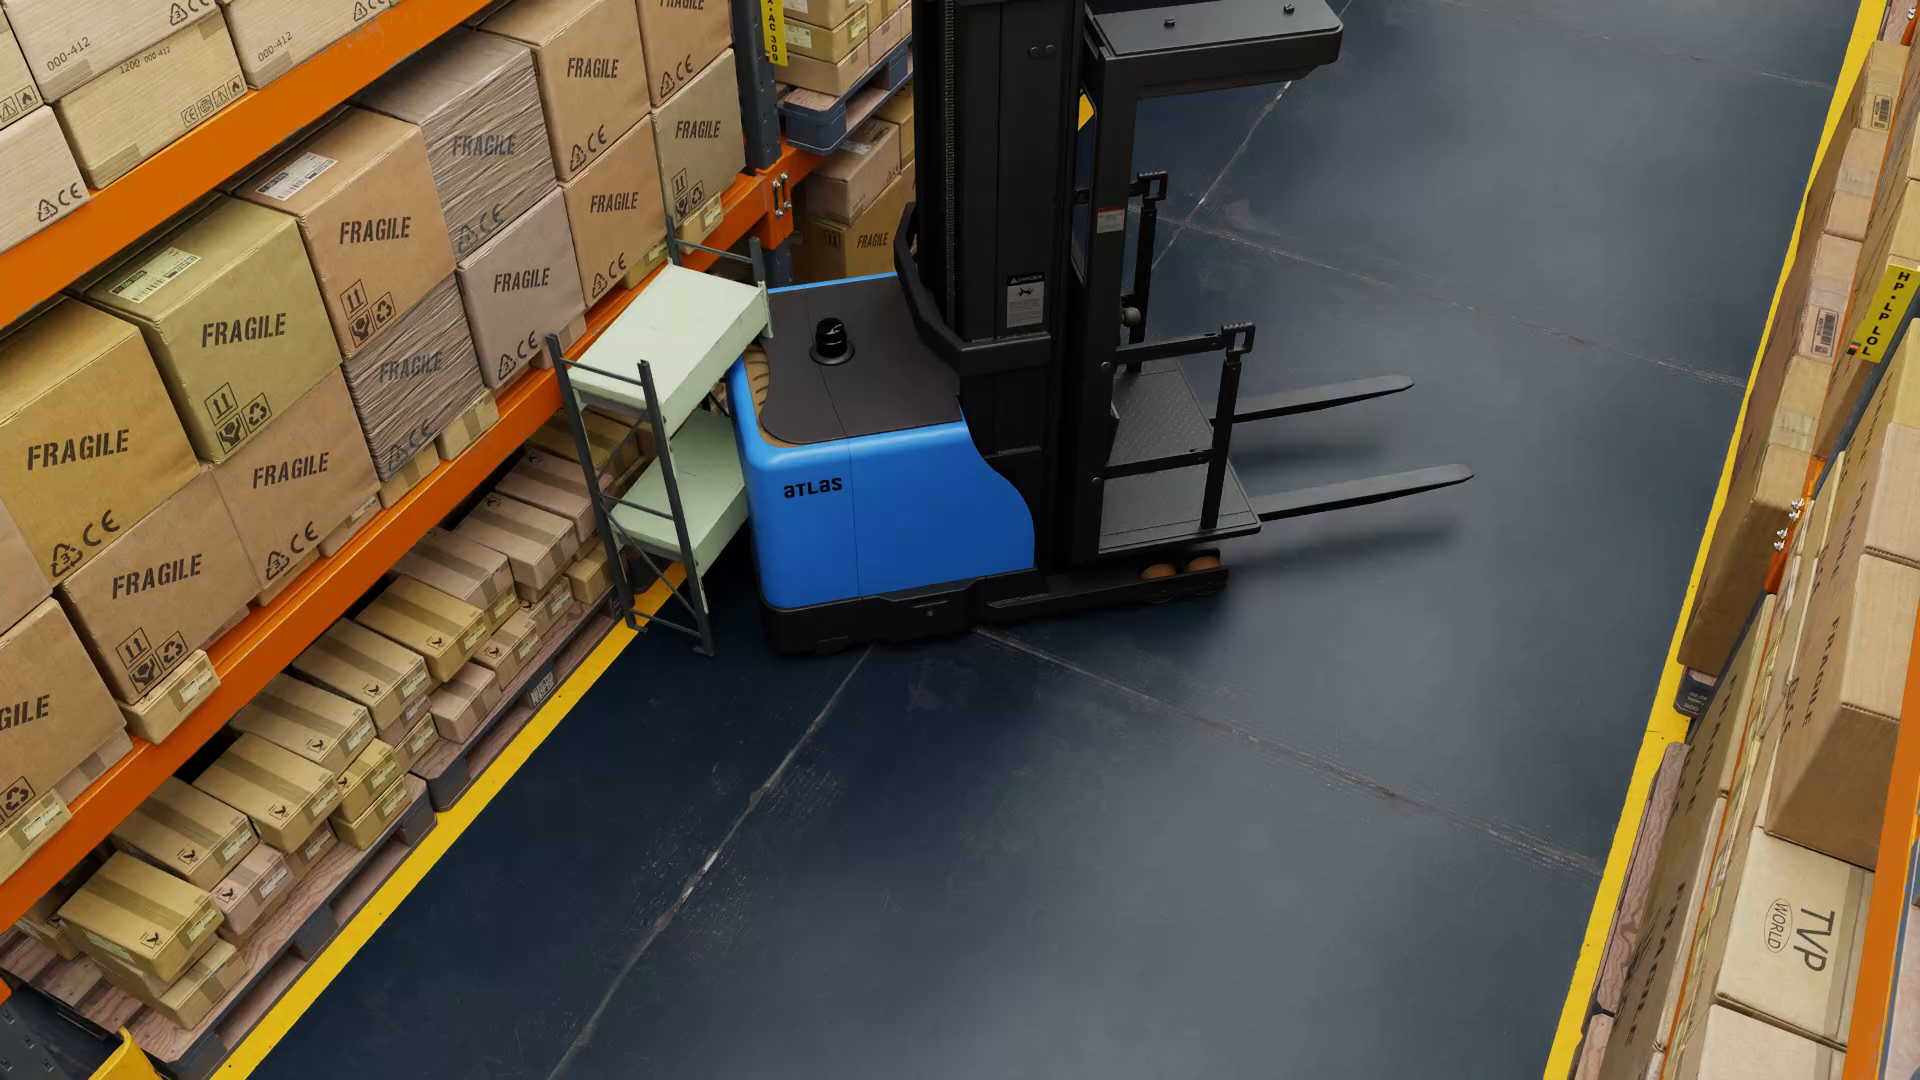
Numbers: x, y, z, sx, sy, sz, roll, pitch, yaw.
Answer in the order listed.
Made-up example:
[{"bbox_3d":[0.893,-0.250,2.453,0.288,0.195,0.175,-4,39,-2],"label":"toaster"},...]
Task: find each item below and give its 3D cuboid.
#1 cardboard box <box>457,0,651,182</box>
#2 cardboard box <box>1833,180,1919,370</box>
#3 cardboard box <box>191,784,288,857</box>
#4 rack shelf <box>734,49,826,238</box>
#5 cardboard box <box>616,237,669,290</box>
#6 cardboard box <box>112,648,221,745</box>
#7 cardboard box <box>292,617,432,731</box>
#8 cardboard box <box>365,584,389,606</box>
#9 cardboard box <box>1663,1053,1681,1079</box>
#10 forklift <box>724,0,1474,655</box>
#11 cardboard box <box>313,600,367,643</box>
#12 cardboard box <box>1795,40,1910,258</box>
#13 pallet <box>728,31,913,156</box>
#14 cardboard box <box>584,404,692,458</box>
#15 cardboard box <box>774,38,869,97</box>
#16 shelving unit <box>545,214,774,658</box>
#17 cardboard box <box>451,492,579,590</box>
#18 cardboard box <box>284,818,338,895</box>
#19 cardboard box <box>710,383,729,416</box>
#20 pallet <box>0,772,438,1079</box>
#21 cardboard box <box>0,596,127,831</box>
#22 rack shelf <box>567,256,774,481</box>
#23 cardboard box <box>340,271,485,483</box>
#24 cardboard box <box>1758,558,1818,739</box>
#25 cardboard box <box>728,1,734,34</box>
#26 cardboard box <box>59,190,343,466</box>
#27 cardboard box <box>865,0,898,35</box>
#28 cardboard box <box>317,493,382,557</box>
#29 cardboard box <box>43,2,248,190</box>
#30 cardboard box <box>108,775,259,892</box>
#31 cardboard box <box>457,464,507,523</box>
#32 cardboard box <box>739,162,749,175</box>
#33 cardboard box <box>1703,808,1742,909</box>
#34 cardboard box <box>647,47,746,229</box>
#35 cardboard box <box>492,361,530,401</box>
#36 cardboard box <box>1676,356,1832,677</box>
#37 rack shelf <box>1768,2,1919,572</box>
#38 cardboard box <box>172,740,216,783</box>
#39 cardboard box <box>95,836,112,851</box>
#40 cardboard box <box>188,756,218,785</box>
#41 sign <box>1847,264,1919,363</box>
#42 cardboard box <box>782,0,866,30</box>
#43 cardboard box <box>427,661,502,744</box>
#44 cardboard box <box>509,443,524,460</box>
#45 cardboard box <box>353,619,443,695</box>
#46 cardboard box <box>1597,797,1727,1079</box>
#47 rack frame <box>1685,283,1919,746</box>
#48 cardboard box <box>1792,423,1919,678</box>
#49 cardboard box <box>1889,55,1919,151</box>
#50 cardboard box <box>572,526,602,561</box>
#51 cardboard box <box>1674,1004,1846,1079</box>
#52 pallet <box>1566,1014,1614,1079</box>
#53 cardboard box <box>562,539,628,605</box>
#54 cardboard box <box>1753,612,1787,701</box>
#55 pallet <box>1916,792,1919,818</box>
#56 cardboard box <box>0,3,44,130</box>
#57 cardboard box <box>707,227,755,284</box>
[{"bbox_3d":[-1.399,-1.579,5.499,0.500,0.500,0.500,19,48,18],"label":"cardboard box"},{"bbox_3d":[3.372,-0.829,5.670,0.500,0.500,0.500,22,49,20],"label":"cardboard box"},{"bbox_3d":[-2.359,0.887,5.545,0.380,0.149,0.250,21,49,20],"label":"cardboard box"},{"bbox_3d":[-0.257,-2.808,8.202,1.077,0.370,4.000,20,49,19],"label":"rack shelf"},{"bbox_3d":[-1.311,-1.108,6.193,0.380,0.149,0.250,22,49,21],"label":"cardboard box"},{"bbox_3d":[-2.348,0.386,4.716,0.380,0.149,0.250,19,48,18],"label":"cardboard box"},{"bbox_3d":[-2.067,0.462,5.755,0.380,0.149,0.250,22,49,21],"label":"cardboard box"},{"bbox_3d":[-2.259,0.199,6.434,0.380,0.149,0.250,22,49,20],"label":"cardboard box"},{"bbox_3d":[1.771,1.368,3.745,0.380,0.149,0.250,21,49,19],"label":"cardboard box"},{"bbox_3d":[0.612,-1.132,6.088,3.031,2.935,1.130,-9,46,-9],"label":"forklift"},{"bbox_3d":[-2.446,0.229,6.195,0.380,0.149,0.250,23,50,21],"label":"cardboard box"},{"bbox_3d":[4.679,-1.592,7.693,1.225,0.875,0.875,18,48,17],"label":"cardboard box"},{"bbox_3d":[-0.702,-2.167,7.197,1.003,0.211,1.213,20,49,19],"label":"pallet"},{"bbox_3d":[-1.313,-0.512,6.718,0.380,0.149,0.250,20,49,19],"label":"cardboard box"},{"bbox_3d":[-0.595,-1.956,6.736,0.380,0.149,0.250,18,48,17],"label":"cardboard box"},{"bbox_3d":[-1.026,-0.363,6.304,0.431,1.500,0.755,17,50,19],"label":"shelving unit"},{"bbox_3d":[-1.660,0.001,6.211,0.380,0.149,0.250,19,48,18],"label":"cardboard box"},{"bbox_3d":[-2.357,0.999,5.643,0.380,0.149,0.250,21,49,19],"label":"cardboard box"},{"bbox_3d":[-1.164,-0.573,6.987,0.380,0.149,0.250,18,48,17],"label":"cardboard box"},{"bbox_3d":[-2.598,1.151,5.743,1.003,0.211,1.213,20,49,19],"label":"pallet"},{"bbox_3d":[-2.589,0.388,4.258,0.500,0.500,0.500,23,50,21],"label":"cardboard box"},{"bbox_3d":[-1.041,-0.633,6.022,0.431,0.370,0.720,17,50,19],"label":"rack shelf"},{"bbox_3d":[-1.893,-0.585,5.220,0.500,0.500,0.500,19,48,18],"label":"cardboard box"},{"bbox_3d":[2.476,0.370,4.452,0.500,0.250,0.500,20,49,19],"label":"cardboard box"},{"bbox_3d":[-1.176,-2.175,6.952,0.380,0.149,0.250,19,48,18],"label":"cardboard box"},{"bbox_3d":[-2.109,-0.607,4.539,0.500,0.500,0.500,19,48,18],"label":"cardboard box"},{"bbox_3d":[-0.476,-2.225,6.792,0.380,0.149,0.250,20,49,18],"label":"cardboard box"},{"bbox_3d":[-2.061,-0.132,5.228,0.380,0.149,0.250,20,49,18],"label":"cardboard box"},{"bbox_3d":[-2.131,-1.140,4.044,0.500,0.250,0.500,19,48,18],"label":"cardboard box"},{"bbox_3d":[-2.476,0.933,5.289,0.380,0.149,0.250,21,49,20],"label":"cardboard box"},{"bbox_3d":[-2.032,-0.239,6.657,0.380,0.149,0.250,23,50,21],"label":"cardboard box"},{"bbox_3d":[-1.063,-1.886,7.720,0.500,0.250,0.500,19,48,18],"label":"cardboard box"},{"bbox_3d":[2.128,0.882,4.226,0.380,0.149,0.250,21,49,19],"label":"cardboard box"},{"bbox_3d":[-1.160,-1.542,6.166,0.500,0.500,0.500,21,49,19],"label":"cardboard box"},{"bbox_3d":[-1.717,-0.630,5.720,0.380,0.149,0.250,20,49,18],"label":"cardboard box"},{"bbox_3d":[3.440,0.090,6.030,1.225,0.875,0.875,21,49,19],"label":"cardboard box"},{"bbox_3d":[4.089,-1.106,6.520,1.077,0.370,4.000,20,49,19],"label":"rack shelf"},{"bbox_3d":[-2.810,0.715,5.715,0.380,0.149,0.250,19,48,17],"label":"cardboard box"},{"bbox_3d":[-2.853,0.808,5.413,0.380,0.149,0.250,21,49,20],"label":"cardboard box"},{"bbox_3d":[-2.754,0.840,5.800,0.380,0.149,0.250,20,49,19],"label":"cardboard box"},{"bbox_3d":[2.676,-0.652,4.806,0.100,0.325,0.005,20,49,19],"label":"sign"},{"bbox_3d":[-0.595,-2.165,6.524,0.380,0.149,0.250,23,50,21],"label":"cardboard box"},{"bbox_3d":[-1.915,0.554,6.083,0.380,0.149,0.250,18,48,17],"label":"cardboard box"},{"bbox_3d":[-1.884,-0.505,6.711,0.380,0.149,0.250,19,48,18],"label":"cardboard box"},{"bbox_3d":[-2.016,0.378,6.048,0.380,0.149,0.250,23,50,21],"label":"cardboard box"},{"bbox_3d":[2.366,1.456,4.680,0.875,0.875,0.875,20,49,19],"label":"cardboard box"},{"bbox_3d":[3.161,-0.099,5.019,1.000,3.000,0.127,20,49,19],"label":"rack frame"},{"bbox_3d":[2.477,0.110,4.181,0.500,0.500,0.500,20,49,19],"label":"cardboard box"},{"bbox_3d":[4.079,-1.788,6.618,0.500,0.500,0.500,20,49,18],"label":"cardboard box"},{"bbox_3d":[-1.578,-0.105,6.525,0.380,0.149,0.250,22,49,20],"label":"cardboard box"},{"bbox_3d":[1.766,1.336,3.497,0.500,0.250,0.500,19,48,18],"label":"cardboard box"},{"bbox_3d":[2.174,2.106,4.801,1.003,0.211,1.213,20,49,19],"label":"pallet"},{"bbox_3d":[-1.546,0.065,6.565,0.380,0.149,0.250,20,49,19],"label":"cardboard box"},{"bbox_3d":[2.485,0.397,4.705,0.380,0.149,0.250,22,49,20],"label":"cardboard box"},{"bbox_3d":[2.205,0.155,2.721,1.003,0.211,1.213,20,49,19],"label":"pallet"},{"bbox_3d":[-2.367,-0.978,3.533,0.500,0.250,0.500,20,49,19],"label":"cardboard box"},{"bbox_3d":[-1.065,-1.619,7.983,0.500,0.500,0.500,20,49,18],"label":"cardboard box"}]
